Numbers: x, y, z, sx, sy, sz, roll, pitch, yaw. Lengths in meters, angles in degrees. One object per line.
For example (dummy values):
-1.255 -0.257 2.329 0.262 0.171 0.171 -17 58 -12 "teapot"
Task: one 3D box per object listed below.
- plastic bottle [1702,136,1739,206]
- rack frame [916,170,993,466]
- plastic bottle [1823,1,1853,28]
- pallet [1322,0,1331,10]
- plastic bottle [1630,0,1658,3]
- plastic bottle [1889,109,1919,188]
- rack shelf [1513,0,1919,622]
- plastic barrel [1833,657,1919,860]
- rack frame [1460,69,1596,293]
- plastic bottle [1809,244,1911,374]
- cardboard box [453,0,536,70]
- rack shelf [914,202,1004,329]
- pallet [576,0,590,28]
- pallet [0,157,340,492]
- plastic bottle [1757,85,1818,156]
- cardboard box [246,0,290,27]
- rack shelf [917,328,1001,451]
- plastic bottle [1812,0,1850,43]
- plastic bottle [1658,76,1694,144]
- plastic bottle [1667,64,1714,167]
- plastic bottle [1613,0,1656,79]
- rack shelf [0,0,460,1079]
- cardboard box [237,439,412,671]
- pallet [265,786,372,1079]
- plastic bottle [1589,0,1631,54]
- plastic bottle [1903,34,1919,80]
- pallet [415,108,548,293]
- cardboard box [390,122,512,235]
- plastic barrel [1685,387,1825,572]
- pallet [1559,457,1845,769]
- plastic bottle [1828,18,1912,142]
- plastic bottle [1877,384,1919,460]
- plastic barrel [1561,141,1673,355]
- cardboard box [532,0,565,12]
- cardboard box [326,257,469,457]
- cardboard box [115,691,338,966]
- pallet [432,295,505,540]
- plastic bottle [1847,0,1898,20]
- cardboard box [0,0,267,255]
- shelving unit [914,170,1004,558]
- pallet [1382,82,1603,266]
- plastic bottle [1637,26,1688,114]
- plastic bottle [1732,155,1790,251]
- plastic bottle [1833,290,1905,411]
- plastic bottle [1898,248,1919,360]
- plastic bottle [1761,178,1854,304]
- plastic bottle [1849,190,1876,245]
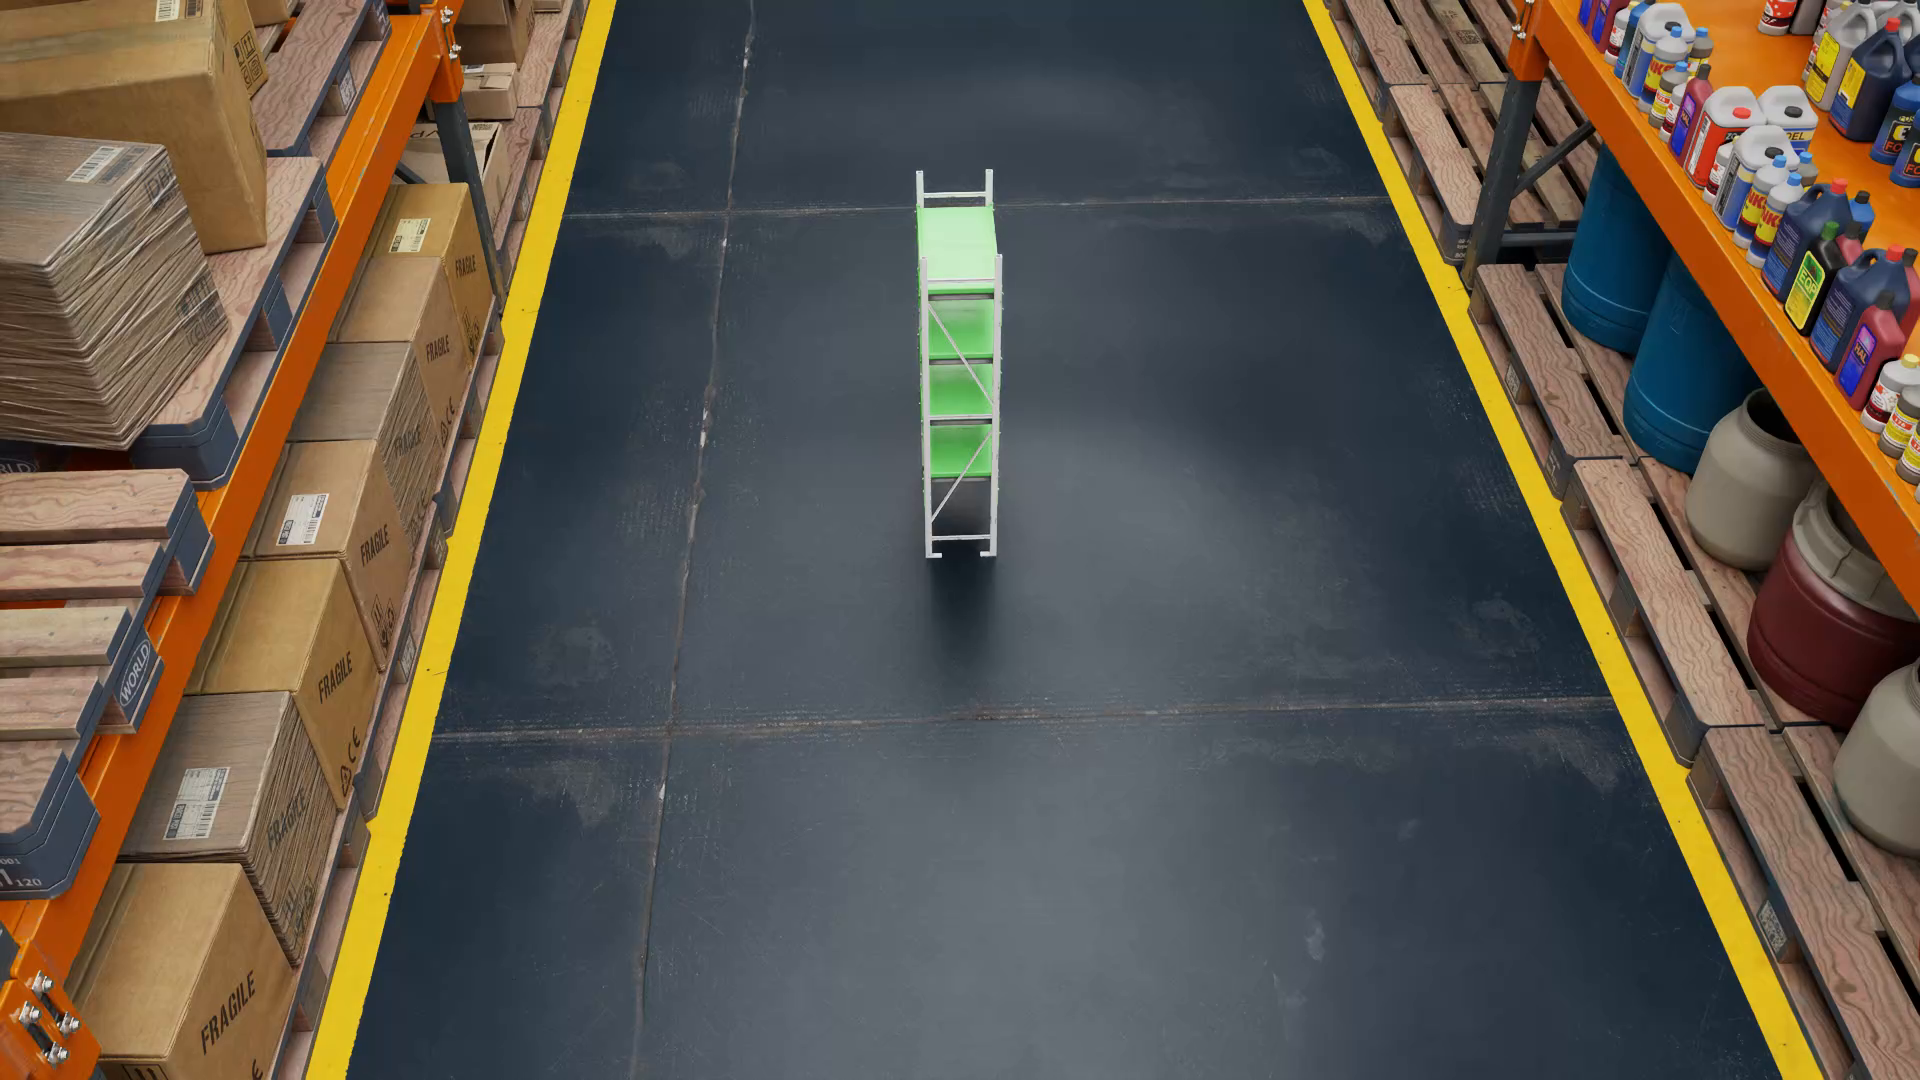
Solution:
2.248 -1.082 4.857 0.097 0.201 0.097 0 43 0 "plastic bottle"
-0.017 -0.719 5.646 0.240 1.200 0.015 -2 43 -2 "rack frame"
2.909 -1.683 5.514 0.097 0.201 0.097 0 43 0 "plastic bottle"
2.418 -3.297 9.191 1.003 0.211 1.213 -2 43 -2 "pallet"
2.285 -1.890 5.629 0.144 0.351 0.185 -2 43 -2 "plastic bottle"
2.851 -1.184 4.918 0.097 0.271 0.097 0 43 0 "plastic bottle"
2.677 -0.567 4.681 1.077 0.370 4.000 -2 43 -2 "rack shelf"
2.611 0.572 4.437 0.421 0.512 0.421 0 43 0 "plastic barrel"
2.592 -2.183 5.911 1.000 3.000 0.127 -2 43 -2 "rack frame"
2.305 -0.605 4.227 0.144 0.351 0.185 -2 43 -2 "plastic bottle"
-2.442 -2.553 7.838 0.797 0.503 0.637 -2 43 -2 "cardboard box"
-0.007 -0.861 5.185 0.258 0.148 0.480 -2 43 -2 "rack shelf"
-2.489 -3.126 9.004 1.003 0.211 1.213 -2 43 -2 "pallet"
-2.274 -0.585 4.310 1.003 0.211 1.213 -2 43 -2 "pallet"
2.422 -1.193 4.923 0.152 0.276 0.135 -2 43 -2 "plastic bottle"
-2.560 -1.909 5.228 0.700 0.500 0.500 -15 45 -16 "cardboard box"
-0.007 -0.507 5.510 0.258 0.148 0.480 -2 43 -2 "rack shelf"
2.964 -1.775 5.614 0.097 0.201 0.097 0 43 0 "plastic bottle"
2.232 -1.329 5.127 0.097 0.201 0.097 0 43 0 "plastic bottle"
2.219 -1.280 5.013 0.061 0.283 0.133 -2 43 -2 "plastic bottle"
2.214 -1.642 5.417 0.097 0.271 0.097 0 43 0 "plastic bottle"
-2.272 -0.428 4.529 1.077 0.370 4.000 -2 43 -2 "rack shelf"
-1.992 0.057 4.992 0.500 0.500 0.500 -3 43 -3 "cardboard box"
-2.181 1.180 4.306 1.003 0.211 1.213 -2 43 -2 "pallet"
2.187 -1.790 5.569 0.061 0.283 0.133 -2 43 -2 "plastic bottle"
2.966 -1.429 5.125 0.144 0.351 0.185 -2 43 -2 "plastic bottle"
-2.385 -1.479 7.207 1.003 0.211 1.213 -2 43 -2 "pallet"
-2.159 -1.504 6.835 0.500 0.311 0.500 -2 43 -2 "cardboard box"
2.563 -0.191 5.269 0.421 0.512 0.421 0 43 0 "plastic barrel"
2.638 0.193 5.383 1.003 0.211 1.213 -2 43 -2 "pallet"
2.822 -1.425 5.121 0.144 0.351 0.185 -2 43 -2 "plastic bottle"
2.297 -0.299 4.003 0.097 0.201 0.097 0 43 0 "plastic bottle"
2.598 -1.196 6.077 0.600 0.901 0.708 -2 43 -2 "plastic barrel"
-2.247 -2.890 8.392 0.500 0.250 0.500 -2 43 -2 "cardboard box"
-2.037 -0.625 5.736 0.500 0.500 0.500 -2 43 -2 "cardboard box"
-1.949 0.748 4.239 0.500 0.500 0.500 -3 43 -3 "cardboard box"
-2.285 -0.467 6.103 1.003 0.211 1.213 -2 43 -2 "pallet"
2.947 -1.634 5.404 0.152 0.276 0.135 -2 43 -2 "plastic bottle"
-2.220 -1.044 4.284 0.700 0.500 0.500 -12 44 -13 "cardboard box"
-0.007 -0.554 5.466 0.258 1.200 0.503 -2 43 -2 "shelving unit"
2.522 -1.650 7.394 1.003 0.211 1.213 -2 43 -2 "pallet"
2.224 -1.486 5.246 0.097 0.271 0.097 0 43 0 "plastic bottle"
2.258 -0.951 4.663 0.097 0.271 0.097 0 43 0 "plastic bottle"
2.270 -0.472 4.131 0.061 0.283 0.133 -2 43 -2 "plastic bottle"
2.406 -0.601 4.272 0.061 0.283 0.133 -2 43 -2 "plastic bottle"
2.291 -0.820 4.461 0.144 0.351 0.185 -2 43 -2 "plastic bottle"
2.410 -0.824 4.524 0.097 0.271 0.097 0 43 0 "plastic bottle"
